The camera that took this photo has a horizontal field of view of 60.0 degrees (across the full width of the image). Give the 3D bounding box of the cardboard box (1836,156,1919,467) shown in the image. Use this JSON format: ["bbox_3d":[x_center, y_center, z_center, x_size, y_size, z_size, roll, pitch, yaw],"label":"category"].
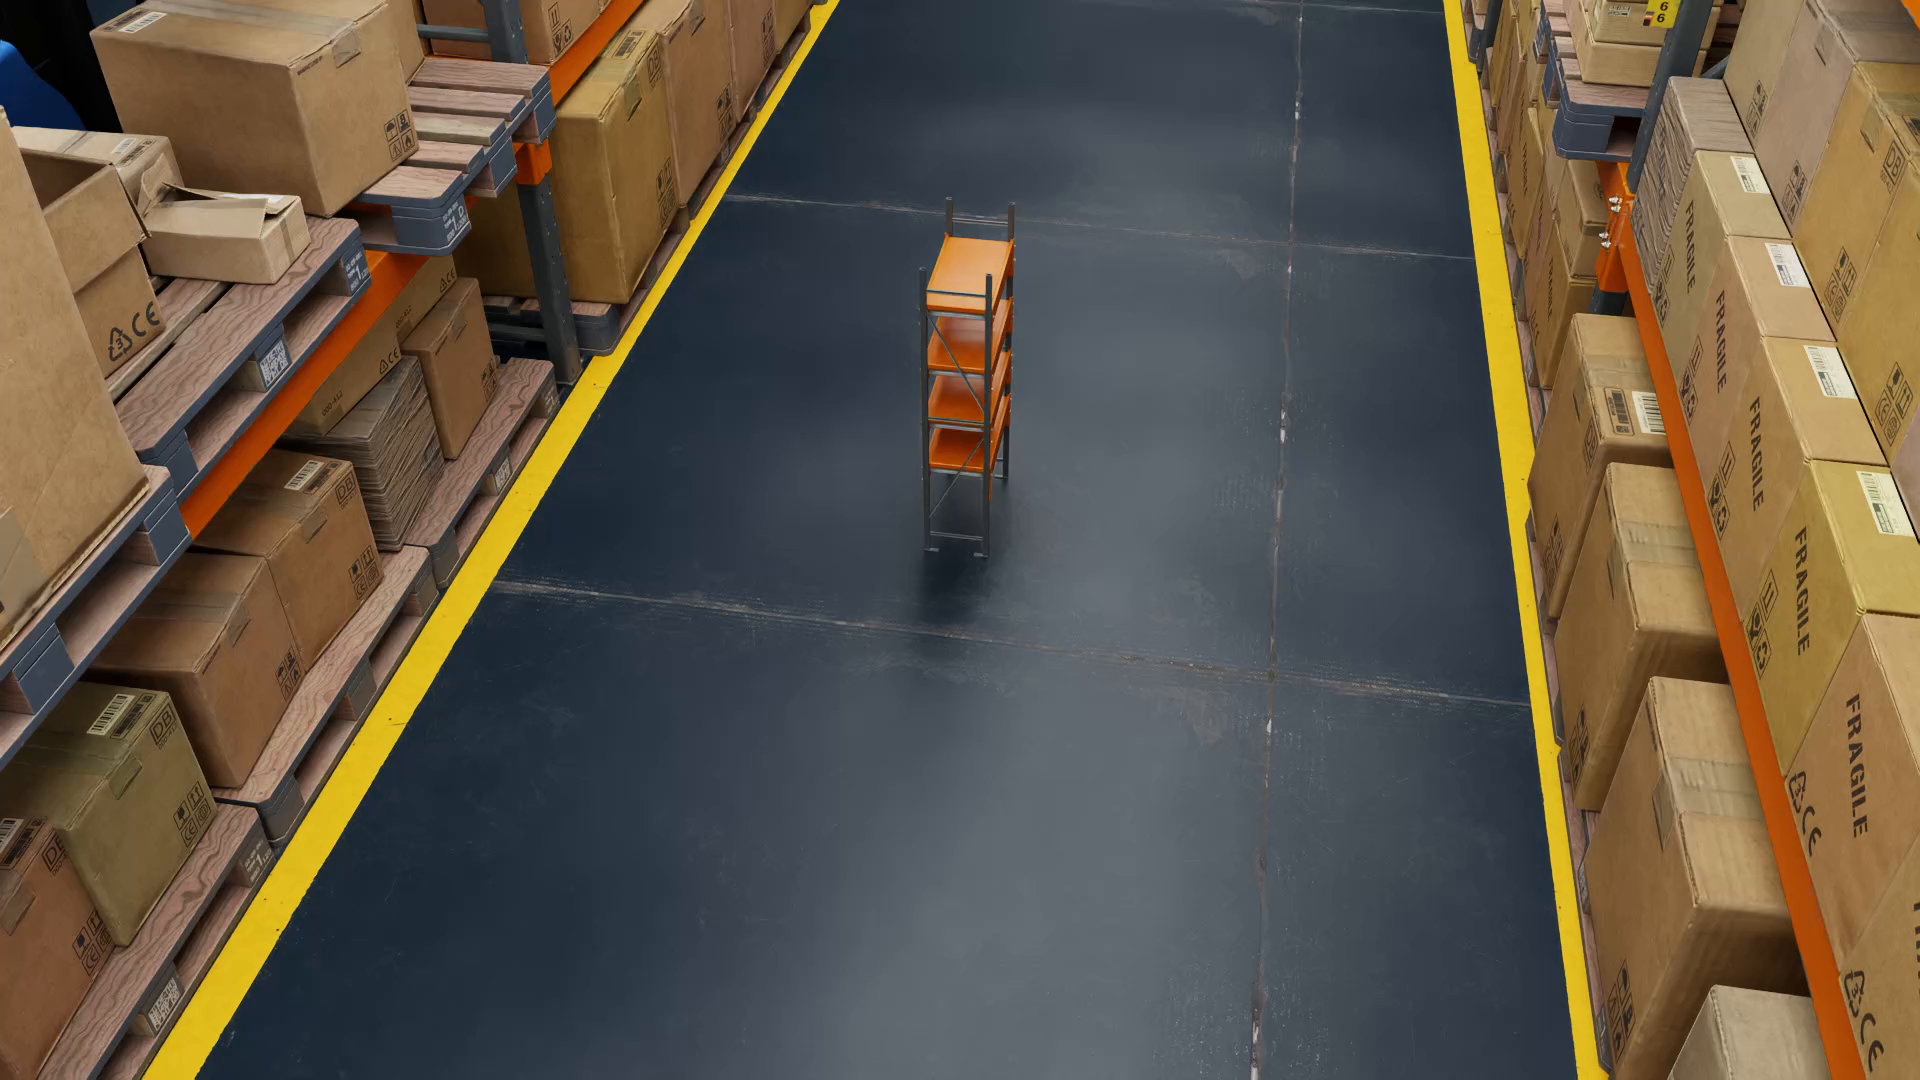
[{"bbox_3d":[2.403,-0.466,3.596,0.700,0.500,0.500,6,40,7],"label":"cardboard box"}]

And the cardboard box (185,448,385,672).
[{"bbox_3d":[-2.387,0.029,5.477,0.700,0.500,0.500,10,41,11],"label":"cardboard box"}]

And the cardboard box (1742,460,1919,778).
[{"bbox_3d":[2.061,0.198,3.578,0.500,0.500,0.500,7,40,8],"label":"cardboard box"}]

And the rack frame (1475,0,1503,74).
[{"bbox_3d":[3.444,-3.793,8.484,1.000,3.000,0.127,6,40,8],"label":"rack frame"}]

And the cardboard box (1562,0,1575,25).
[{"bbox_3d":[2.473,-2.025,6.213,0.380,0.149,0.250,7,40,8],"label":"cardboard box"}]

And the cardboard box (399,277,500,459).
[{"bbox_3d":[-2.213,-0.677,6.331,0.700,0.500,0.500,4,40,5],"label":"cardboard box"}]

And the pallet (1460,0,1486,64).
[{"bbox_3d":[3.525,-3.144,9.887,1.003,0.211,1.213,6,40,8],"label":"pallet"}]

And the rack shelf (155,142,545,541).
[{"bbox_3d":[-2.462,-0.361,4.897,1.077,0.370,4.000,6,40,8],"label":"rack shelf"}]

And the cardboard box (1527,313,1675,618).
[{"bbox_3d":[2.557,-0.205,5.580,1.050,0.750,0.750,6,40,7],"label":"cardboard box"}]

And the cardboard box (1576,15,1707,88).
[{"bbox_3d":[2.384,-1.708,5.830,0.380,0.149,0.250,7,40,8],"label":"cardboard box"}]

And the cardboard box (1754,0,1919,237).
[{"bbox_3d":[2.578,-1.109,4.374,0.700,0.500,0.500,6,40,7],"label":"cardboard box"}]

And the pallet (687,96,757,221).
[{"bbox_3d":[-1.692,-2.068,8.586,1.003,0.211,1.213,6,40,8],"label":"pallet"}]

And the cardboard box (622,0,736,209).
[{"bbox_3d":[-1.815,-2.226,7.926,1.225,0.875,0.875,7,40,8],"label":"cardboard box"}]

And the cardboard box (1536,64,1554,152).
[{"bbox_3d":[2.792,-1.864,7.194,0.500,0.250,0.500,7,40,9],"label":"cardboard box"}]

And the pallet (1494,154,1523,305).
[{"bbox_3d":[3.101,-1.462,7.853,1.003,0.211,1.213,6,40,8],"label":"pallet"}]

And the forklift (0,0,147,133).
[{"bbox_3d":[-4.484,-2.952,7.520,1.130,2.935,3.031,5,40,6],"label":"forklift"}]

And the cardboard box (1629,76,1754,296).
[{"bbox_3d":[2.408,-1.069,5.111,0.500,0.500,0.500,7,40,8],"label":"cardboard box"}]

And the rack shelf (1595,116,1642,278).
[{"bbox_3d":[3.097,-2.261,7.195,1.077,0.370,4.000,6,40,8],"label":"rack shelf"}]

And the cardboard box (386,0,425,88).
[{"bbox_3d":[-2.170,-1.750,5.605,0.500,0.500,0.500,2,40,2],"label":"cardboard box"}]

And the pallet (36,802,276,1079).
[{"bbox_3d":[-2.675,1.203,4.629,1.003,0.211,1.213,6,40,8],"label":"pallet"}]

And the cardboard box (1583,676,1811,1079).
[{"bbox_3d":[2.249,0.928,4.209,1.050,0.750,0.750,6,40,8],"label":"cardboard box"}]

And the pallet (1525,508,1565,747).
[{"bbox_3d":[2.541,0.278,5.748,1.003,0.211,1.213,6,40,8],"label":"pallet"}]

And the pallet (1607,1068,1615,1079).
[{"bbox_3d":[2.118,1.810,3.896,1.003,0.211,1.213,6,40,8],"label":"pallet"}]

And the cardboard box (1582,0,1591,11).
[{"bbox_3d":[2.433,-1.991,5.938,0.380,0.149,0.250,8,40,9],"label":"cardboard box"}]

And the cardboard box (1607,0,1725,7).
[{"bbox_3d":[2.385,-1.935,5.638,0.380,0.149,0.250,5,40,6],"label":"cardboard box"}]

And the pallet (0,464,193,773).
[{"bbox_3d":[-2.533,0.227,3.771,1.003,0.211,1.213,6,40,8],"label":"pallet"}]

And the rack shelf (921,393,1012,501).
[{"bbox_3d":[0.029,-0.361,6.163,0.258,0.148,0.480,6,40,8],"label":"rack shelf"}]

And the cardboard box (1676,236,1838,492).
[{"bbox_3d":[2.235,-0.434,4.342,0.500,0.500,0.500,6,40,8],"label":"cardboard box"}]

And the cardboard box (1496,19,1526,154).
[{"bbox_3d":[2.965,-2.225,8.219,0.500,0.500,0.500,8,40,10],"label":"cardboard box"}]

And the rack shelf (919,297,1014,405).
[{"bbox_3d":[0.029,-0.687,5.894,0.258,0.148,0.480,6,40,8],"label":"rack shelf"}]

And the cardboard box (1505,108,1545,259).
[{"bbox_3d":[2.777,-1.582,7.442,0.500,0.500,0.500,5,40,6],"label":"cardboard box"}]

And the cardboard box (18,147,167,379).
[{"bbox_3d":[-2.599,-0.683,4.311,0.797,0.503,0.637,10,41,12],"label":"cardboard box"}]

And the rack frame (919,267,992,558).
[{"bbox_3d":[-0.014,-0.413,5.808,0.240,1.200,0.015,6,40,8],"label":"rack frame"}]

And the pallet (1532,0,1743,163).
[{"bbox_3d":[2.770,-1.668,6.064,1.213,0.211,1.003,6,40,8],"label":"pallet"}]

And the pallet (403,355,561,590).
[{"bbox_3d":[-2.253,-0.328,6.481,1.003,0.211,1.213,6,40,8],"label":"pallet"}]

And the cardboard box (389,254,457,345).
[{"bbox_3d":[-2.203,-0.965,6.091,0.500,0.250,0.500,8,40,9],"label":"cardboard box"}]

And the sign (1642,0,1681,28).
[{"bbox_3d":[2.215,-1.753,5.169,0.100,0.325,0.005,6,40,8],"label":"sign"}]

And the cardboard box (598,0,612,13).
[{"bbox_3d":[-1.677,-2.531,6.878,0.500,0.500,0.500,5,40,6],"label":"cardboard box"}]

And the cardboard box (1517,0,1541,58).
[{"bbox_3d":[2.966,-2.512,7.977,0.500,0.250,0.500,7,40,9],"label":"cardboard box"}]

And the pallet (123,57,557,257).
[{"bbox_3d":[-2.135,-1.360,5.692,1.213,0.211,1.003,6,40,8],"label":"pallet"}]

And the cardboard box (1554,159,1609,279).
[{"bbox_3d":[2.611,-1.229,6.425,0.500,0.250,0.500,6,40,7],"label":"cardboard box"}]

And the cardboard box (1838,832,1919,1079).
[{"bbox_3d":[1.886,0.832,2.811,0.500,0.500,0.500,6,40,7],"label":"cardboard box"}]

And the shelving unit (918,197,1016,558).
[{"bbox_3d":[0.029,-0.566,5.993,0.258,1.200,0.503,6,40,8],"label":"shelving unit"}]

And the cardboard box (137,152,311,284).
[{"bbox_3d":[-2.139,-0.927,4.793,0.396,0.266,0.258,5,40,6],"label":"cardboard box"}]

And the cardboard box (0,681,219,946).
[{"bbox_3d":[-2.580,0.731,4.629,0.700,0.500,0.500,6,40,7],"label":"cardboard box"}]

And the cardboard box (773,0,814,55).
[{"bbox_3d":[-1.515,-3.343,9.277,1.225,0.875,0.875,7,40,8],"label":"cardboard box"}]

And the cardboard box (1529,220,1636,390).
[{"bbox_3d":[2.608,-0.923,6.645,0.500,0.500,0.500,6,40,7],"label":"cardboard box"}]
